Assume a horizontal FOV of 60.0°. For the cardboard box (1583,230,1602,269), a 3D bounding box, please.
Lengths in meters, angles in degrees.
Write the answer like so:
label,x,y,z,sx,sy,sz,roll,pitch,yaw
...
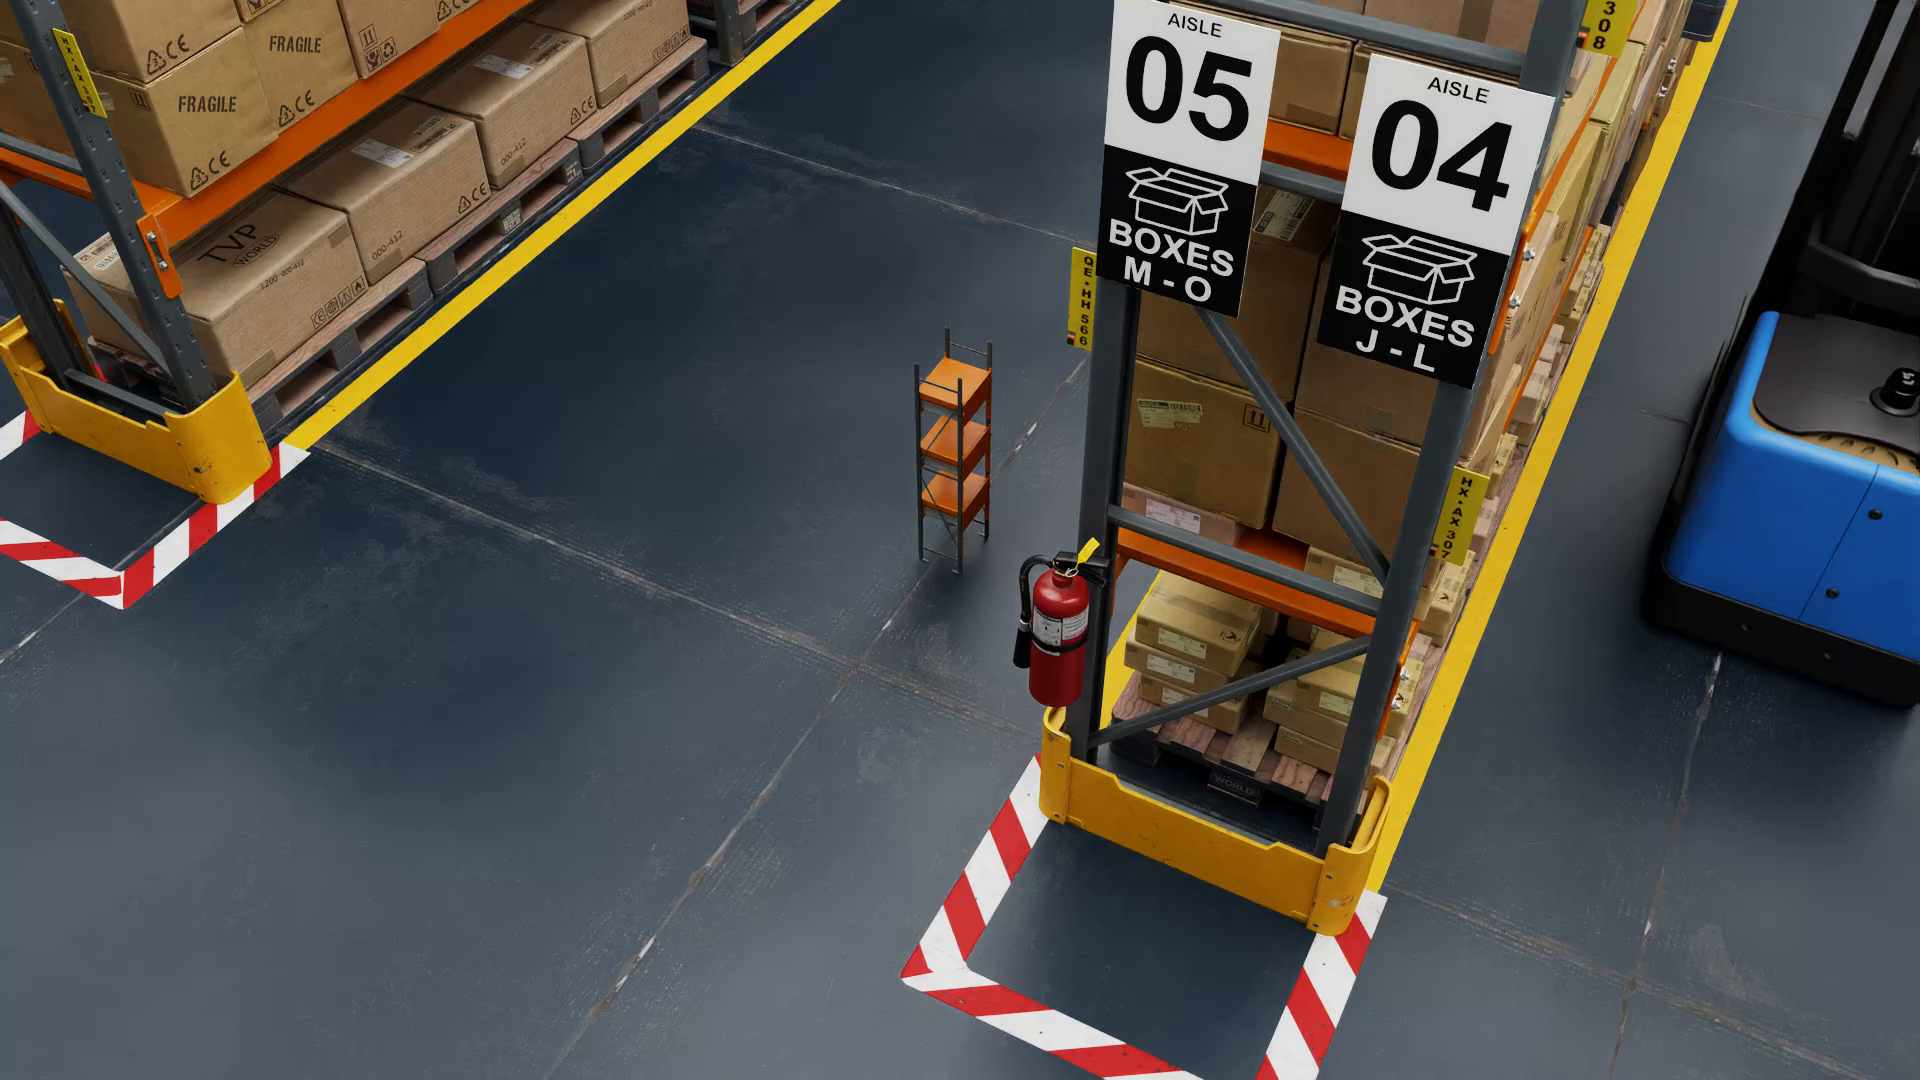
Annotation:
label,x,y,z,sx,sy,sz,roll,pitch,yaw
cardboard box,2.665,-1.325,7.521,0.380,0.149,0.250,21,49,20

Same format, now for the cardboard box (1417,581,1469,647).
label,x,y,z,sx,sy,sz,roll,pitch,yaw
cardboard box,1.727,0.220,6.412,0.380,0.149,0.250,21,49,20

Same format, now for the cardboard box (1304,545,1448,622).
label,x,y,z,sx,sy,sz,roll,pitch,yaw
cardboard box,1.267,0.058,5.040,0.380,0.149,0.250,20,49,19

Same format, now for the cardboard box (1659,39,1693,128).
label,x,y,z,sx,sy,sz,roll,pitch,yaw
cardboard box,3.505,-2.435,8.790,0.500,0.500,0.500,23,50,21

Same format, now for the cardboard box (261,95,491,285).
label,x,y,z,sx,sy,sz,roll,pitch,yaw
cardboard box,-2.969,-1.780,8.186,0.875,0.438,0.875,22,49,20

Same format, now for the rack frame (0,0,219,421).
label,x,y,z,sx,sy,sz,roll,pitch,yaw
rack frame,-3.605,-1.505,6.408,1.000,3.000,0.127,20,49,19

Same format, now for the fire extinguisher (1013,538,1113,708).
label,x,y,z,sx,sy,sz,roll,pitch,yaw
fire extinguisher,0.301,0.230,5.010,0.296,0.674,0.183,20,49,19

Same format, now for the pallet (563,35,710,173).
label,x,y,z,sx,sy,sz,roll,pitch,yaw
pallet,-2.170,-2.591,9.443,1.003,0.211,1.213,20,49,19

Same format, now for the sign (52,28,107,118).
label,x,y,z,sx,sy,sz,roll,pitch,yaw
sign,-3.116,-1.650,5.887,0.100,0.325,0.005,20,49,19

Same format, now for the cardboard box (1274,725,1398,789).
label,x,y,z,sx,sy,sz,roll,pitch,yaw
cardboard box,1.353,0.696,5.942,0.380,0.149,0.250,21,49,20

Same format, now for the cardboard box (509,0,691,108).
label,x,y,z,sx,sy,sz,roll,pitch,yaw
cardboard box,-2.134,-2.912,9.305,0.875,0.438,0.875,20,49,19

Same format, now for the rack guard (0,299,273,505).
label,x,y,z,sx,sy,sz,roll,pitch,yaw
rack guard,-3.616,-0.611,7.282,1.175,0.500,0.348,20,49,19

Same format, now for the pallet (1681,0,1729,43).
label,x,y,z,sx,sy,sz,roll,pitch,yaw
pallet,3.167,-2.820,7.843,1.003,0.211,1.213,20,49,19

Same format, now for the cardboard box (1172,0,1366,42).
label,x,y,z,sx,sy,sz,roll,pitch,yaw
cardboard box,0.815,-1.486,4.034,0.500,0.250,0.500,19,48,18

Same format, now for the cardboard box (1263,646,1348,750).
label,x,y,z,sx,sy,sz,roll,pitch,yaw
cardboard box,1.297,0.570,5.857,0.380,0.149,0.250,22,49,21

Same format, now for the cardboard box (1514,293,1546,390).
label,x,y,z,sx,sy,sz,roll,pitch,yaw
cardboard box,1.506,-0.611,5.246,0.500,0.500,0.500,21,49,19

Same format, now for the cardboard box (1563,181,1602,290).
label,x,y,z,sx,sy,sz,roll,pitch,yaw
cardboard box,1.975,-1.239,5.866,0.500,0.500,0.500,19,48,18

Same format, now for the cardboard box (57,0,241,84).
label,x,y,z,sx,sy,sz,roll,pitch,yaw
cardboard box,-3.130,-2.100,6.223,0.500,0.500,0.500,19,48,18

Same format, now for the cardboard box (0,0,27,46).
label,x,y,z,sx,sy,sz,roll,pitch,yaw
cardboard box,-3.592,-2.274,6.395,0.500,0.500,0.500,22,49,20

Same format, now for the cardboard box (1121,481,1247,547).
label,x,y,z,sx,sy,sz,roll,pitch,yaw
cardboard box,0.728,-0.145,5.241,0.380,0.149,0.250,21,49,19

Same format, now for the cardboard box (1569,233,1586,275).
label,x,y,z,sx,sy,sz,roll,pitch,yaw
cardboard box,2.096,-1.100,6.185,0.380,0.149,0.250,21,49,20

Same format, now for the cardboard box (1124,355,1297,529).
label,x,y,z,sx,sy,sz,roll,pitch,yaw
cardboard box,0.807,-0.442,5.078,0.500,0.500,0.500,21,49,20

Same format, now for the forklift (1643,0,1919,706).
label,x,y,z,sx,sy,sz,roll,pitch,yaw
forklift,3.883,-1.446,6.398,1.130,2.935,3.031,21,49,20

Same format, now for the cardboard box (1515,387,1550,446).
label,x,y,z,sx,sy,sz,roll,pitch,yaw
cardboard box,2.323,-0.588,7.211,0.380,0.149,0.250,20,49,19

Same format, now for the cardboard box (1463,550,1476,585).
label,x,y,z,sx,sy,sz,roll,pitch,yaw
cardboard box,1.725,0.107,6.315,0.380,0.149,0.250,22,49,20

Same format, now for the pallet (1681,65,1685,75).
label,x,y,z,sx,sy,sz,roll,pitch,yaw
pallet,3.609,-2.736,9.586,1.003,0.211,1.213,20,49,19

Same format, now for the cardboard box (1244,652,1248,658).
label,x,y,z,sx,sy,sz,roll,pitch,yaw
cardboard box,0.916,0.324,6.310,0.380,0.149,0.250,22,49,20

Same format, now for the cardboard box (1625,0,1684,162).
label,x,y,z,sx,sy,sz,roll,pitch,yaw
cardboard box,2.467,-1.869,6.489,0.500,0.500,0.500,19,48,18

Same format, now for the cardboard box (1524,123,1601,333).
label,x,y,z,sx,sy,sz,roll,pitch,yaw
cardboard box,1.499,-0.941,4.868,0.500,0.500,0.500,22,49,20

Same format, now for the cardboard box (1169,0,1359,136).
label,x,y,z,sx,sy,sz,roll,pitch,yaw
cardboard box,0.803,-1.310,4.212,0.500,0.250,0.500,19,48,18

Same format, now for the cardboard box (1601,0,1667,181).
label,x,y,z,sx,sy,sz,roll,pitch,yaw
cardboard box,1.993,-1.583,5.503,0.500,0.500,0.500,19,48,18

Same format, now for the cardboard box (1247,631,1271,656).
label,x,y,z,sx,sy,sz,roll,pitch,yaw
cardboard box,0.988,0.242,6.182,0.380,0.149,0.250,19,48,18

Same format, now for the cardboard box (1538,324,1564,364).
label,x,y,z,sx,sy,sz,roll,pitch,yaw
cardboard box,2.323,-0.827,7.029,0.380,0.149,0.250,18,48,17

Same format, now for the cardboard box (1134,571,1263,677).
label,x,y,z,sx,sy,sz,roll,pitch,yaw
cardboard box,0.848,0.294,5.921,0.380,0.149,0.250,21,49,19

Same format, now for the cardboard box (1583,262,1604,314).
label,x,y,z,sx,sy,sz,roll,pitch,yaw
cardboard box,2.803,-1.240,7.856,0.380,0.149,0.250,21,49,20

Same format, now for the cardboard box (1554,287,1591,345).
label,x,y,z,sx,sy,sz,roll,pitch,yaw
cardboard box,2.595,-1.052,7.460,0.380,0.149,0.250,19,48,18

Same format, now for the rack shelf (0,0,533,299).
label,x,y,z,sx,sy,sz,roll,pitch,yaw
rack shelf,-2.676,-2.512,7.909,1.077,0.370,4.000,20,49,19

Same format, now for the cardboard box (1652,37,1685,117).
label,x,y,z,sx,sy,sz,roll,pitch,yaw
cardboard box,3.260,-2.365,8.193,0.500,0.250,0.500,18,48,17

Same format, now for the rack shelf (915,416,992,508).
label,x,y,z,sx,sy,sz,roll,pitch,yaw
rack shelf,-0.025,-0.328,6.631,0.215,0.259,0.240,20,49,19

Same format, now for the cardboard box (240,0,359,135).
label,x,y,z,sx,sy,sz,roll,pitch,yaw
cardboard box,-2.917,-2.076,6.902,0.500,0.500,0.500,20,49,19

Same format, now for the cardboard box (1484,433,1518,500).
label,x,y,z,sx,sy,sz,roll,pitch,yaw
cardboard box,1.964,-0.342,6.550,0.380,0.149,0.250,21,49,20

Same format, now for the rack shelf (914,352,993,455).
label,x,y,z,sx,sy,sz,roll,pitch,yaw
rack shelf,-0.025,-0.527,6.429,0.215,0.259,0.240,20,49,19

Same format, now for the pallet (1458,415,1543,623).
label,x,y,z,sx,sy,sz,roll,pitch,yaw
pallet,1.838,-0.268,7.146,1.003,0.211,1.213,20,49,19

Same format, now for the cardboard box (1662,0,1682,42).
label,x,y,z,sx,sy,sz,roll,pitch,yaw
cardboard box,2.470,-2.233,6.145,0.500,0.500,0.500,19,48,18

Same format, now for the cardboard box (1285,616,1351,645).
label,x,y,z,sx,sy,sz,roll,pitch,yaw
cardboard box,1.392,0.280,5.935,0.380,0.149,0.250,21,49,20

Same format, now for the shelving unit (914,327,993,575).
label,x,y,z,sx,sy,sz,roll,pitch,yaw
shelving unit,-0.025,-0.335,6.623,0.215,1.050,0.252,20,49,19

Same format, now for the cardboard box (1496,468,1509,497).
label,x,y,z,sx,sy,sz,roll,pitch,yaw
cardboard box,2.060,-0.283,6.910,0.380,0.149,0.250,20,49,19

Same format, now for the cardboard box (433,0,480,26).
label,x,y,z,sx,sy,sz,roll,pitch,yaw
cardboard box,-2.448,-2.711,7.530,0.500,0.500,0.500,22,49,20

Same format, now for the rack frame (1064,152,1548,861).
label,x,y,z,sx,sy,sz,roll,pitch,yaw
rack frame,0.827,0.066,4.856,1.000,3.000,0.127,20,49,19

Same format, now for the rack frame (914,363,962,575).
label,x,y,z,sx,sy,sz,roll,pitch,yaw
rack frame,-0.081,-0.258,6.547,0.200,1.050,0.008,20,49,19

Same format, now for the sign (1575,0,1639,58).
label,x,y,z,sx,sy,sz,roll,pitch,yaw
sign,1.307,-1.117,3.301,0.100,0.325,0.005,20,49,19

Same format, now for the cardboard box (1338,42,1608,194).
label,x,y,z,sx,sy,sz,roll,pitch,yaw
cardboard box,1.261,-1.134,4.039,0.500,0.250,0.500,22,49,20

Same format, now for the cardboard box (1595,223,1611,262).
label,x,y,z,sx,sy,sz,roll,pitch,yaw
cardboard box,2.819,-1.401,7.805,0.380,0.149,0.250,21,49,20

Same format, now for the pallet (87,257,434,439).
label,x,y,z,sx,sy,sz,roll,pitch,yaw
pallet,-3.303,-1.054,7.924,1.003,0.211,1.213,20,49,19

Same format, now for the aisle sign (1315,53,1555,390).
label,x,y,z,sx,sy,sz,roll,pitch,yaw
aisle sign,1.058,-0.703,3.788,0.394,0.787,0.004,20,49,19

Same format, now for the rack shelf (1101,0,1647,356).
label,x,y,z,sx,sy,sz,roll,pitch,yaw
rack shelf,1.755,-1.996,5.290,1.077,0.370,4.000,20,49,19
